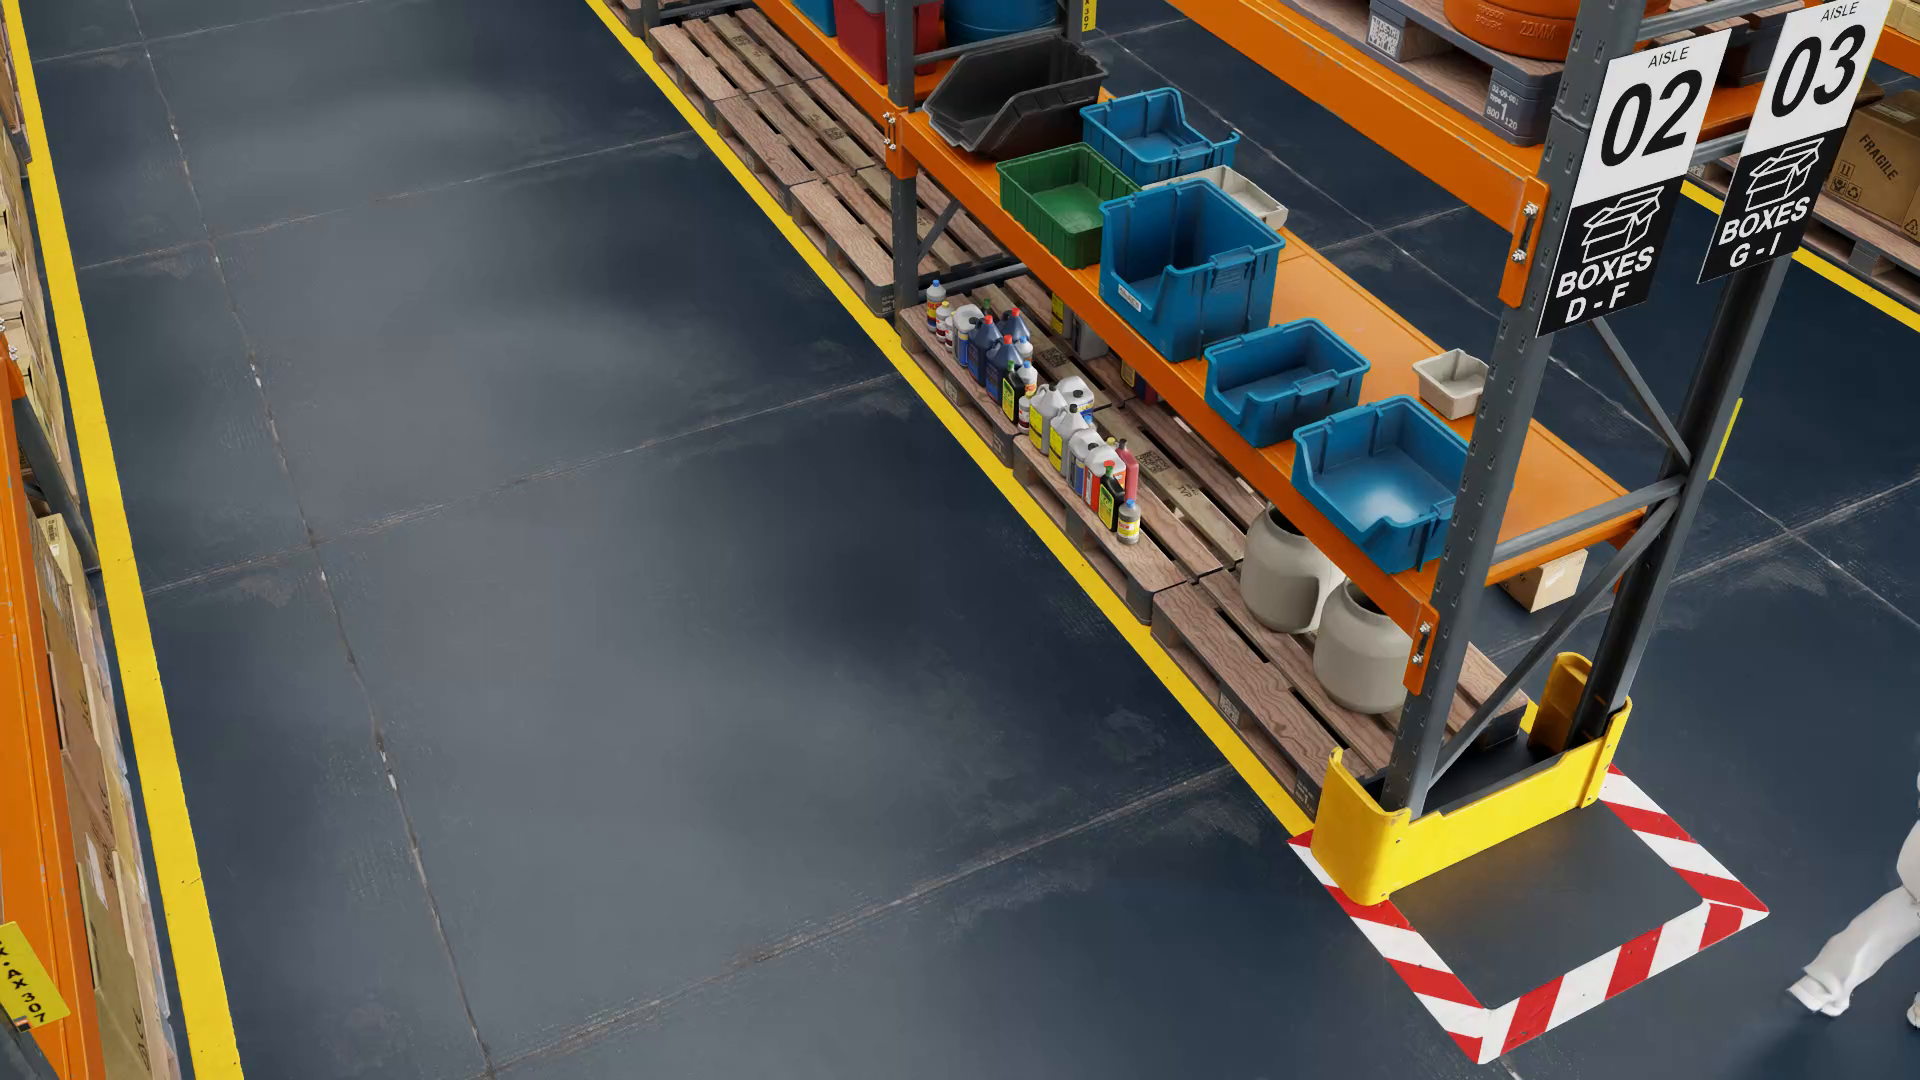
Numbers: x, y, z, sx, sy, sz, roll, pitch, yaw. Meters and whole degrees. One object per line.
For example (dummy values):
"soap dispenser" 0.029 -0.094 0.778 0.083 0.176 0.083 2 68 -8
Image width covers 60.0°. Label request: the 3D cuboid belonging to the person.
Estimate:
"person" 3.120 0.950 5.039 0.873 1.754 0.625 -13 42 -14
